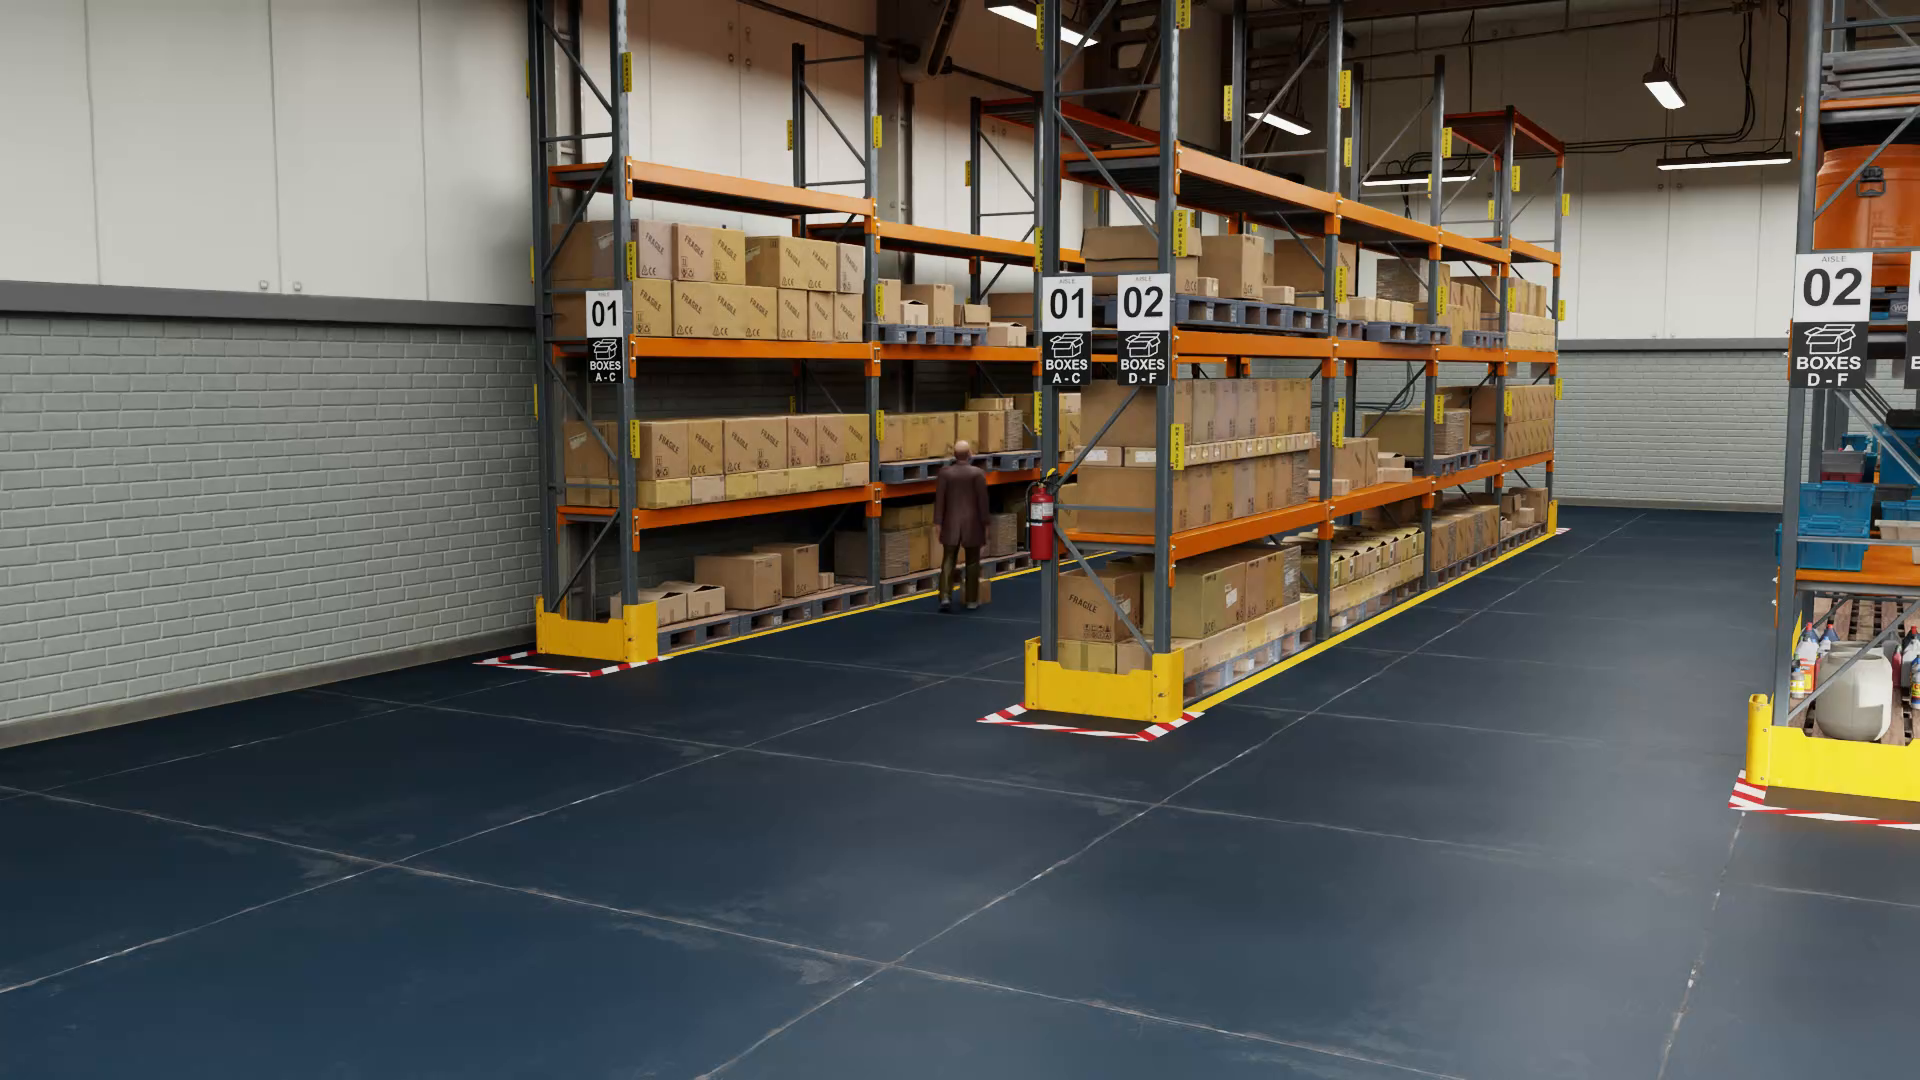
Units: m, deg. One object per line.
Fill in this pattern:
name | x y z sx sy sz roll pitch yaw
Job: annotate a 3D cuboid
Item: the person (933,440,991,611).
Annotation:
person | 0.030 -0.148 17.507 0.618 1.802 0.691 1 6 14
